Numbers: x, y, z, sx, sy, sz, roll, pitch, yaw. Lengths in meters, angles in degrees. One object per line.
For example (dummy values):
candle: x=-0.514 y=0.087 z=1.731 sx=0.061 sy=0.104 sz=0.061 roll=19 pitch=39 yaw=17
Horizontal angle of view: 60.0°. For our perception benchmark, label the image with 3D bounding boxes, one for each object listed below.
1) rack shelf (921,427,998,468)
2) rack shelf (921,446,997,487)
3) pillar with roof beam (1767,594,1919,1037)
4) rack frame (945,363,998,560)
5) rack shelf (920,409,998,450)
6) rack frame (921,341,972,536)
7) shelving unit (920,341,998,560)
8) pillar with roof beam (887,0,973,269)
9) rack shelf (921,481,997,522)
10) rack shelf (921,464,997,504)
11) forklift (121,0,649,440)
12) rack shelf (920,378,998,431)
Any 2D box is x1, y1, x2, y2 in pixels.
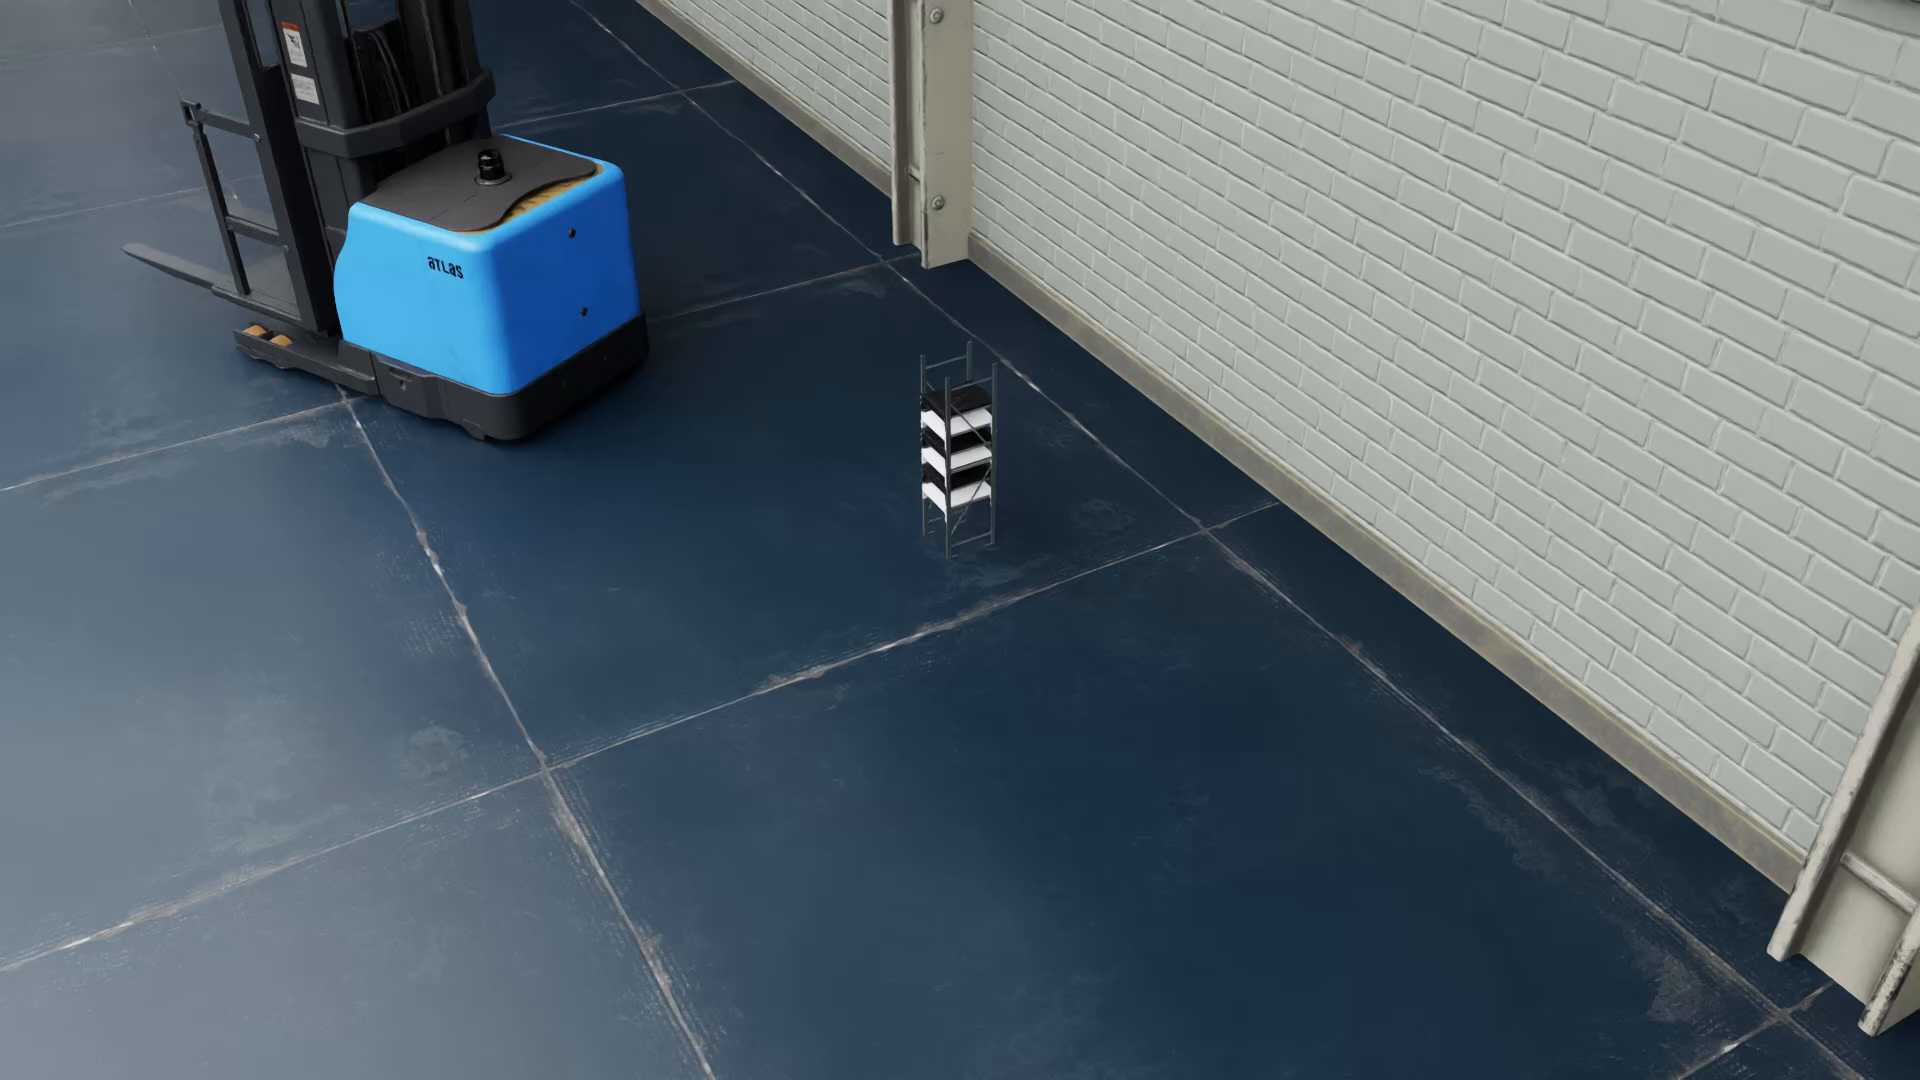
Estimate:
rack shelf: x=-0.004 y=-0.413 z=6.957 sx=0.258 sy=0.077 sz=0.200 roll=-19 pitch=40 yaw=-24
rack shelf: x=-0.004 y=-0.341 z=7.010 sx=0.258 sy=0.077 sz=0.200 roll=-19 pitch=40 yaw=-24
pillar with roof beam: x=-0.866 y=-0.965 z=0.942 sx=9.100 sy=9.000 sz=0.400 roll=-19 pitch=40 yaw=-24
rack frame: x=0.047 y=-0.316 z=6.919 sx=0.240 sy=0.900 sz=0.006 roll=-19 pitch=40 yaw=-24
rack shelf: x=-0.004 y=-0.486 z=6.904 sx=0.258 sy=0.077 sz=0.200 roll=-19 pitch=40 yaw=-24
rack frame: x=-0.055 y=-0.419 z=7.061 sx=0.240 sy=0.900 sz=0.006 roll=-19 pitch=40 yaw=-24
shelving unit: x=-0.004 y=-0.368 z=6.990 sx=0.258 sy=0.900 sz=0.210 roll=-19 pitch=40 yaw=-24
pillar with roof beam: x=-3.880 y=-4.025 z=5.132 sx=9.100 sy=9.000 sz=0.400 roll=-19 pitch=40 yaw=-24
rack shelf: x=-0.004 y=-0.195 z=7.116 sx=0.258 sy=0.077 sz=0.200 roll=-19 pitch=40 yaw=-24
rack shelf: x=-0.004 y=-0.268 z=7.063 sx=0.258 sy=0.077 sz=0.200 roll=-19 pitch=40 yaw=-24
forklift: x=-3.101 y=-2.297 z=7.909 sx=3.031 sy=2.935 sz=1.130 roll=20 pitch=41 yaw=25
rack shelf: x=-0.004 y=-0.559 z=6.851 sx=0.258 sy=0.077 sz=0.200 roll=-19 pitch=40 yaw=-24
